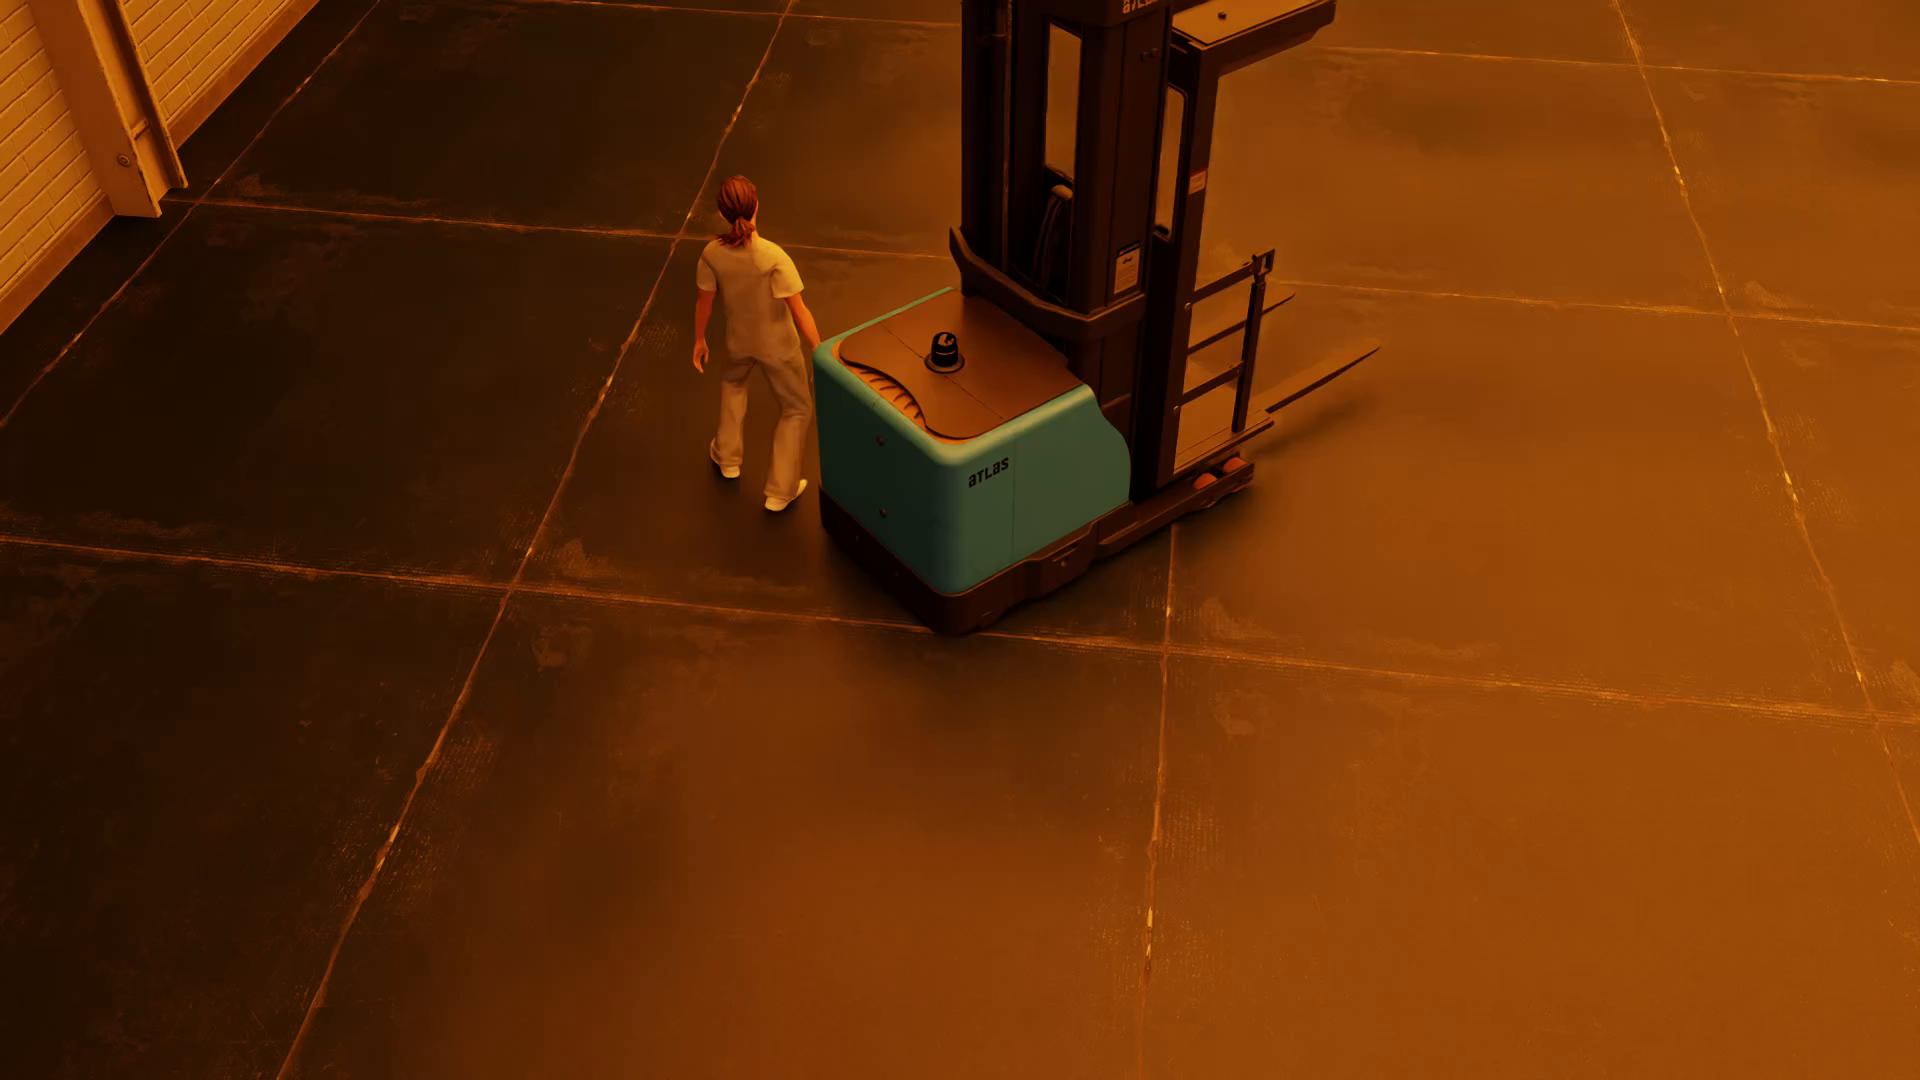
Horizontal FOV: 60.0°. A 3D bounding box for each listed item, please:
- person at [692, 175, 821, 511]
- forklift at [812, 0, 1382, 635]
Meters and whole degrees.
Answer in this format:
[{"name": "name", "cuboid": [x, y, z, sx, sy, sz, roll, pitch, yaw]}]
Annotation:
[{"name": "person", "cuboid": [-0.944, -0.877, 7.680, 0.780, 1.648, 0.442, 17, 45, 17]}, {"name": "forklift", "cuboid": [0.812, -1.490, 7.347, 3.031, 2.935, 1.130, -28, 49, -27]}]
